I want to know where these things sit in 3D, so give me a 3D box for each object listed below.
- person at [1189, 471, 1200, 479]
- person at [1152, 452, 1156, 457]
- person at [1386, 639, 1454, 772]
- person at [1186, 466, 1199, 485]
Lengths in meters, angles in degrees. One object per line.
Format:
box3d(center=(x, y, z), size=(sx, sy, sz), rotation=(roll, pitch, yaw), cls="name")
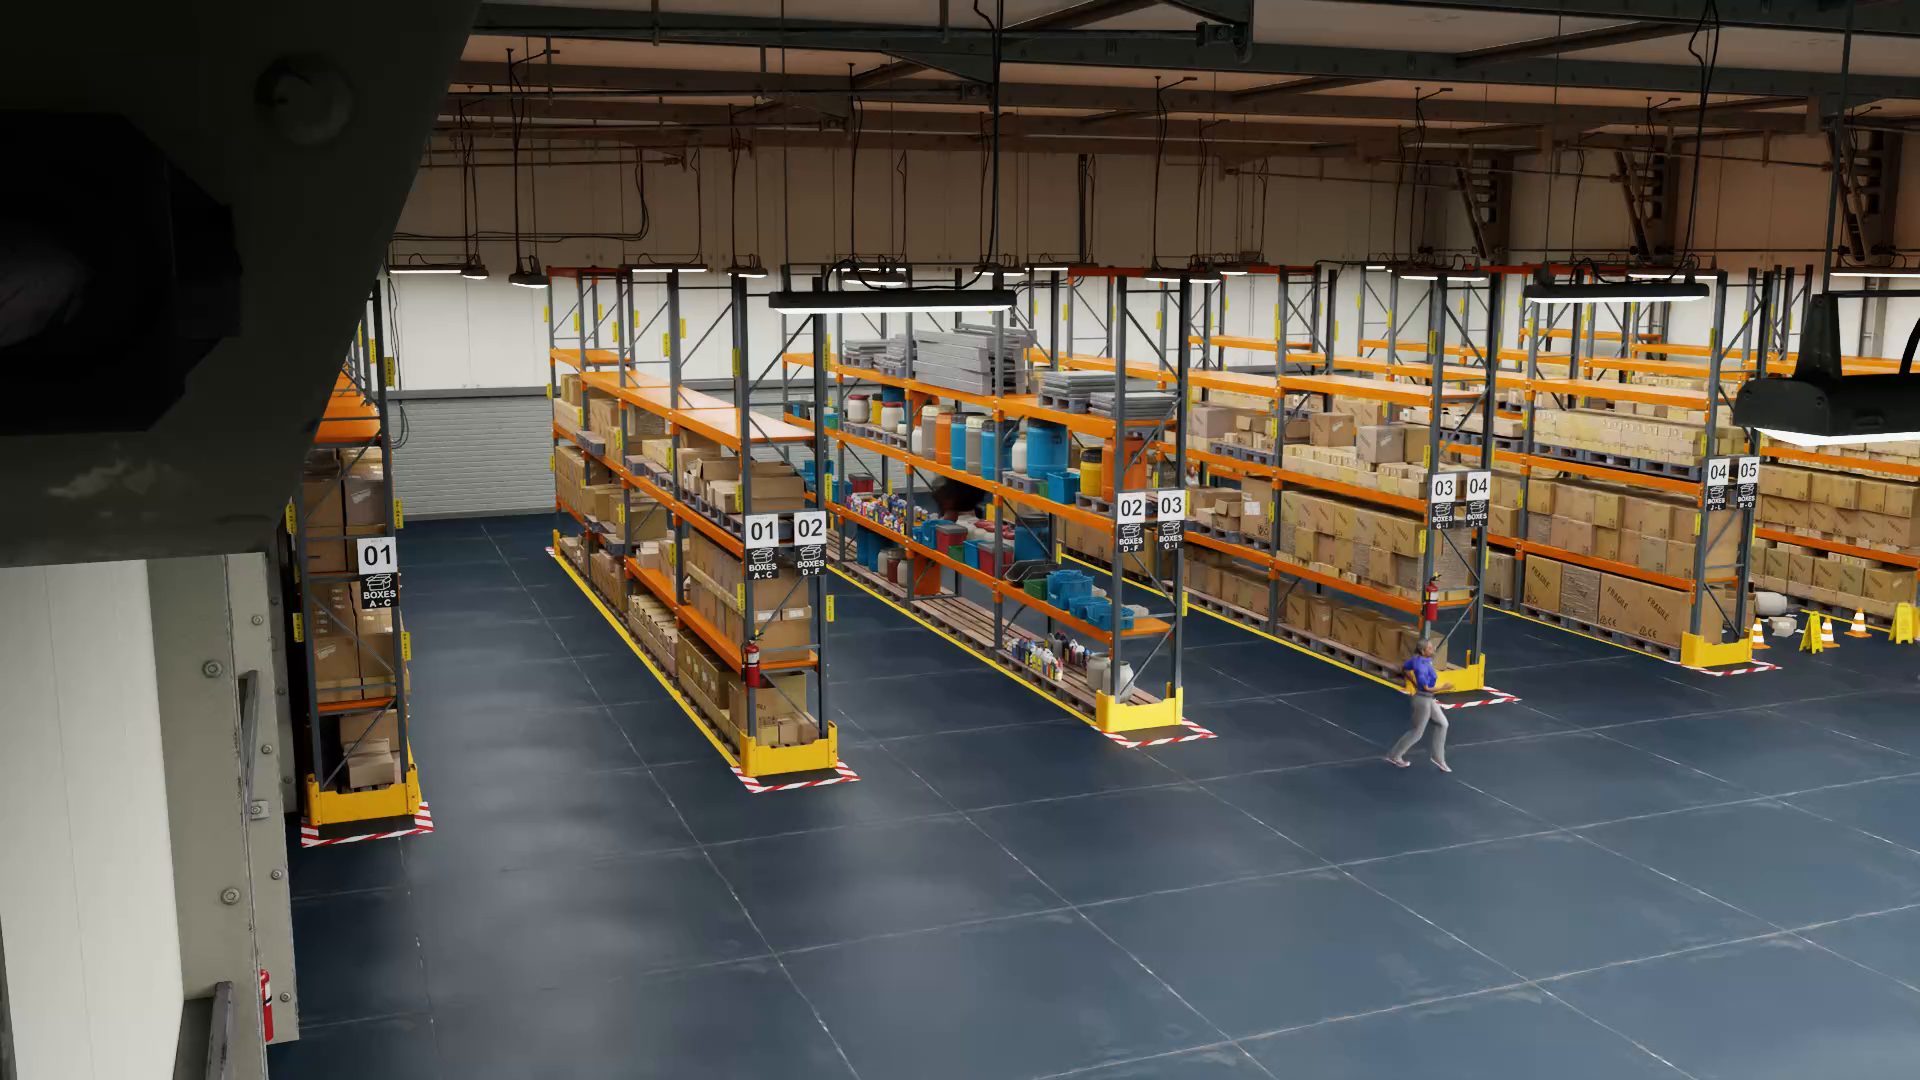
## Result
box3d(center=(5.850, -1.745, 41.732), size=(0.691, 1.706, 0.925), rotation=(0, 10, -2), cls="person")
box3d(center=(4.545, -1.241, 38.832), size=(0.699, 1.708, 0.550), rotation=(-5, 11, -26), cls="person")
box3d(center=(5.655, 2.031, 20.376), size=(0.779, 1.694, 0.582), rotation=(3, 10, 15), cls="person")
box3d(center=(5.163, -0.898, 37.308), size=(0.540, 1.551, 0.637), rotation=(-3, 10, -19), cls="person")
